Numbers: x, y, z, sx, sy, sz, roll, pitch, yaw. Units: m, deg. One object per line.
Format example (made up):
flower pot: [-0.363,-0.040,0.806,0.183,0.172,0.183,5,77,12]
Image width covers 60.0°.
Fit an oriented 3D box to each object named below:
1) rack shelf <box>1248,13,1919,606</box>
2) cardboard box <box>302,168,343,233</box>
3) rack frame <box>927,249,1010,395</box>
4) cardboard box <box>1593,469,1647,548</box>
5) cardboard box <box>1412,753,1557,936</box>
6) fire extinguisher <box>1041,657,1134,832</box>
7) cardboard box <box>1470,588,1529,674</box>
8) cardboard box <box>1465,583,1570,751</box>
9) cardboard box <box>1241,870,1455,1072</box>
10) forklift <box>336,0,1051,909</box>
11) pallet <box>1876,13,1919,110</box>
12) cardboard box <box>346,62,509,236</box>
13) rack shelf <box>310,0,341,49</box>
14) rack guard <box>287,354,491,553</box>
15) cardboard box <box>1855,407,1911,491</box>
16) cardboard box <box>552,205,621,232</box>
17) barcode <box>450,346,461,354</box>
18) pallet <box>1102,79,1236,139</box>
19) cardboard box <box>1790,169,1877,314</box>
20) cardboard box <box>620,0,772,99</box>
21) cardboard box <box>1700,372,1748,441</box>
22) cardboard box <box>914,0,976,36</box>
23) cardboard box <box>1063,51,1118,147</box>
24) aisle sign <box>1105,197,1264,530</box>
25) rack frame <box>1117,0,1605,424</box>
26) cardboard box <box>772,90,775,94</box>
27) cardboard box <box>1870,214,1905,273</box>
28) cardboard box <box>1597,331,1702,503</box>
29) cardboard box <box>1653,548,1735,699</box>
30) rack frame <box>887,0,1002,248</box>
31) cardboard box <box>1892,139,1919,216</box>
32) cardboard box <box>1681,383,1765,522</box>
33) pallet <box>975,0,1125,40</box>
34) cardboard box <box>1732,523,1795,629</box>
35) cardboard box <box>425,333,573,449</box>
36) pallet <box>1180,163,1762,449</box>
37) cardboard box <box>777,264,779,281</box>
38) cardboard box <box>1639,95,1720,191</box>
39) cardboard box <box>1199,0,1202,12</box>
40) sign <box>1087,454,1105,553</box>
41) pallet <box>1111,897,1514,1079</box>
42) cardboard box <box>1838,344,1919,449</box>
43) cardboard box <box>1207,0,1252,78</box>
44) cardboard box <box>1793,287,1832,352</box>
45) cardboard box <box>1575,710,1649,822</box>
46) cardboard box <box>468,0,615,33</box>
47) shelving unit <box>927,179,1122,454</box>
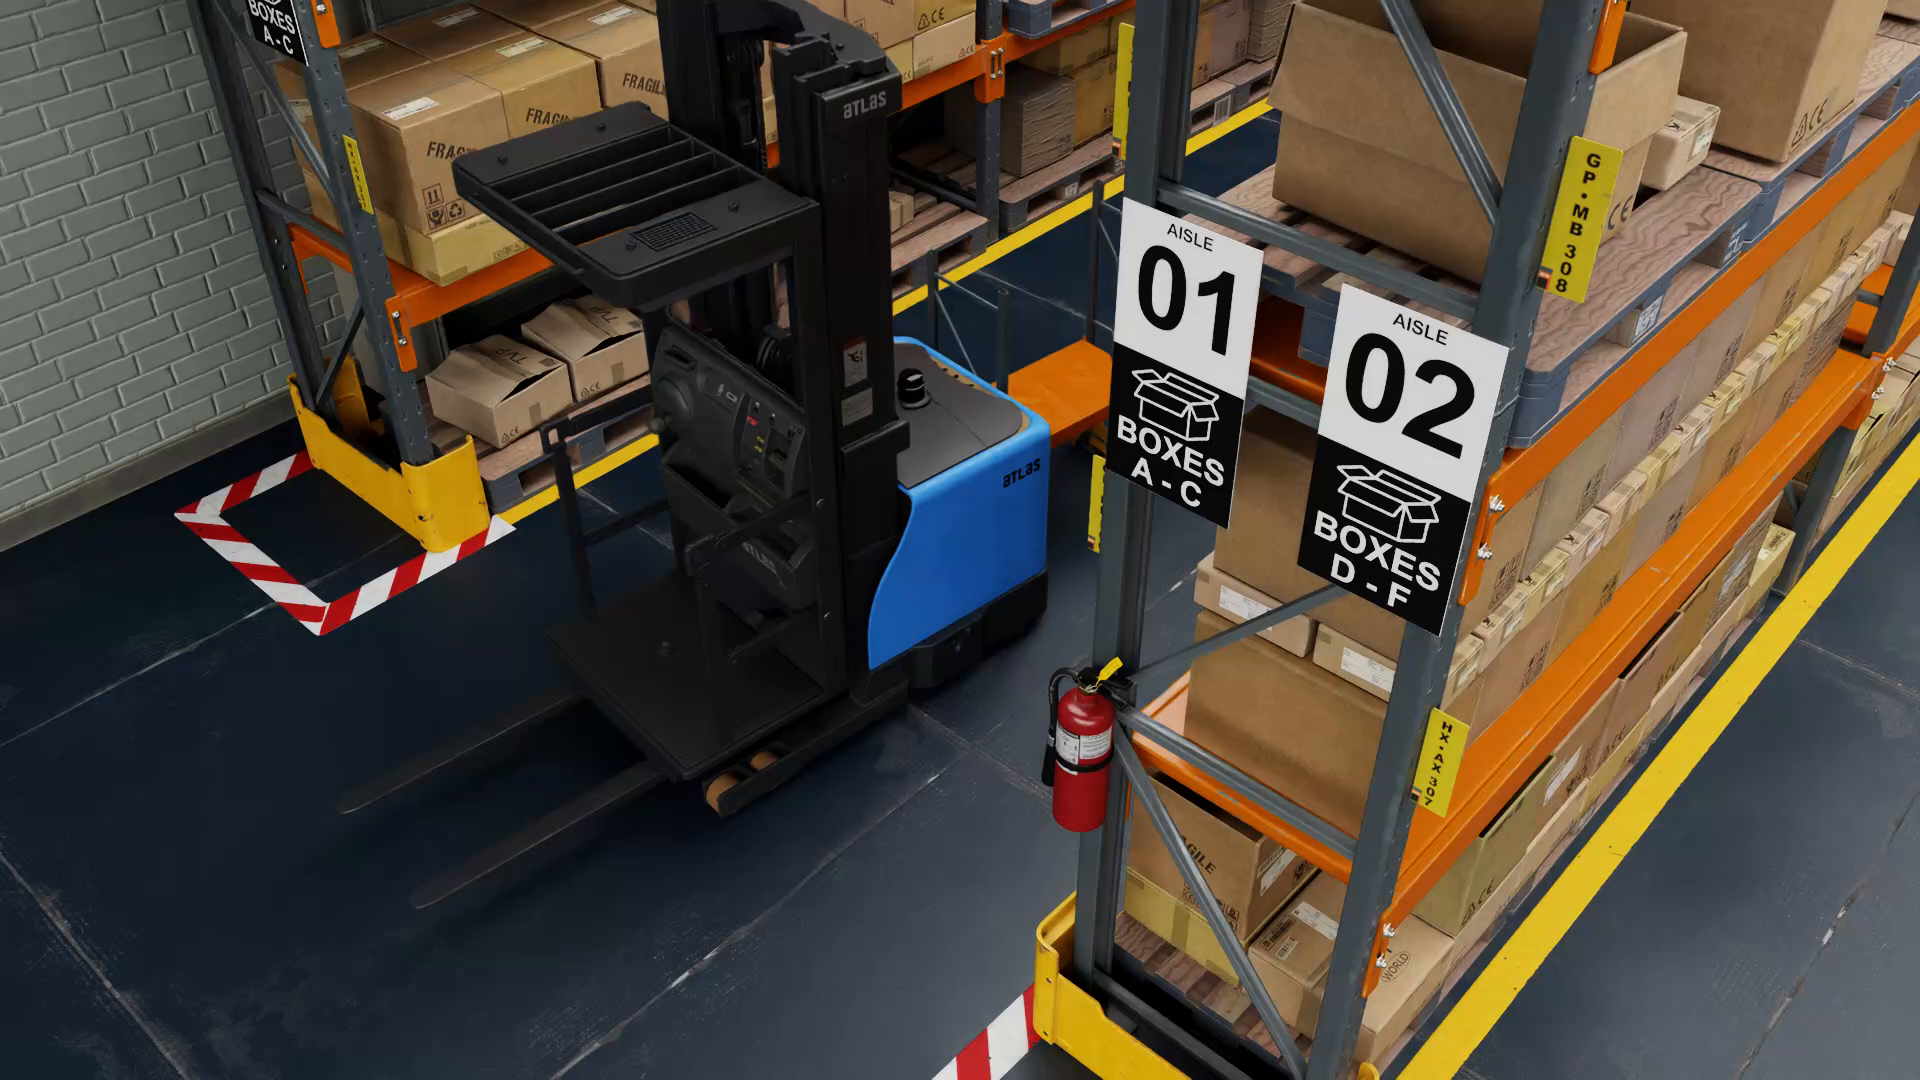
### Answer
rack shelf: [2.142,-1.118,5.197,1.077,0.370,4.000,30,47,32]
cardboard box: [-2.694,-1.630,7.778,0.500,0.250,0.500,30,48,32]
rack frame: [0.033,-0.553,7.524,0.032,1.500,0.500,-29,47,-31]
cardboard box: [1.912,-0.164,5.228,0.380,0.149,0.250,28,46,31]
cardboard box: [1.655,0.929,5.725,0.500,0.500,0.500,30,47,32]
fire extinguisher: [0.370,0.583,4.952,0.296,0.674,0.183,30,47,32]
cardboard box: [1.393,0.188,4.785,0.380,0.149,0.250,28,46,31]
cardboard box: [1.468,0.202,5.289,0.700,0.500,0.500,31,48,33]
cardboard box: [1.319,1.453,5.668,0.500,0.250,0.500,30,47,32]
forklift: [-1.044,-0.419,6.206,3.031,2.935,1.130,-29,47,-31]
pallet: [2.935,-1.881,5.650,1.003,0.211,1.213,30,47,32]
cardboard box: [-2.322,-1.720,7.289,0.500,0.500,0.500,30,47,32]
rack shelf: [-1.517,-3.196,7.810,1.077,0.370,4.000,30,47,32]
rack guard: [-2.815,-0.441,8.187,1.175,0.500,0.348,30,47,32]
cardboard box: [4.292,-0.548,8.184,0.500,0.250,0.500,31,48,33]
cardboard box: [-1.963,-1.669,7.827,0.500,0.250,0.500,28,46,31]
barcode: [-2.616,-0.964,8.636,0.001,0.075,0.075,30,47,32]
pallet: [1.179,-3.052,11.702,1.003,0.211,1.213,30,47,32]
cardboard box: [2.857,-1.252,6.075,0.700,0.500,0.500,30,47,32]
cardboard box: [-1.289,-2.420,8.169,0.500,0.500,0.500,31,48,33]
cardboard box: [2.431,-0.516,5.671,0.380,0.149,0.250,31,48,33]
cardboard box: [-0.258,-3.118,9.046,0.500,0.500,0.500,30,47,32]
cardboard box: [0.628,-3.020,11.076,0.700,0.500,0.500,29,47,31]
aisle sign: [0.532,-0.417,4.059,0.394,0.787,0.004,30,47,32]
rack frame: [0.793,-1.654,2.884,1.000,3.000,0.127,30,47,32]
cardboard box: [-0.934,-2.363,8.700,0.500,0.250,0.500,29,47,32]
cardboard box: [3.466,-1.222,6.559,0.380,0.149,0.250,30,47,32]
cardboard box: [1.843,-0.562,5.208,0.700,0.500,0.500,30,47,32]
cardboard box: [2.659,0.235,6.597,0.500,0.500,0.500,30,47,32]
rack frame: [-0.168,-3.222,9.676,1.000,3.000,0.127,30,47,32]
cardboard box: [4.377,-1.771,7.770,0.500,0.500,0.500,-30,48,-33]
cardboard box: [2.504,-0.503,6.175,0.700,0.500,0.500,30,48,32]
pallet: [0.455,-3.437,10.100,1.003,0.211,1.213,30,47,32]
cardboard box: [3.340,0.073,7.404,0.500,0.250,0.500,30,47,32]
cardboard box: [-2.333,-0.784,8.417,0.500,0.311,0.500,24,44,27]
pallet: [1.289,-0.760,4.240,1.003,0.211,1.213,30,47,32]
cardboard box: [-1.262,-1.552,9.512,0.380,0.149,0.250,26,45,29]
cardboard box: [1.717,-1.068,4.308,0.380,0.149,0.250,30,47,32]
cardboard box: [1.309,-3.721,11.355,0.500,0.250,0.500,29,47,32]
sign: [0.402,-0.086,4.611,0.100,0.325,0.005,30,47,32]
pallet: [1.278,1.416,6.083,1.003,0.211,1.213,30,47,32]
cardboard box: [4.296,-0.765,8.006,0.500,0.311,0.500,29,47,31]
cardboard box: [1.650,-3.713,11.948,0.700,0.500,0.500,30,47,32]
cardboard box: [2.946,-0.867,6.112,0.380,0.149,0.250,30,47,32]
cardboard box: [2.332,0.764,6.534,0.500,0.250,0.500,30,47,32]
cardboard box: [-2.013,-2.399,8.143,0.500,0.500,0.500,28,46,31]
shelving unit: [0.421,-0.766,7.791,1.083,1.500,0.587,-29,47,-31]
